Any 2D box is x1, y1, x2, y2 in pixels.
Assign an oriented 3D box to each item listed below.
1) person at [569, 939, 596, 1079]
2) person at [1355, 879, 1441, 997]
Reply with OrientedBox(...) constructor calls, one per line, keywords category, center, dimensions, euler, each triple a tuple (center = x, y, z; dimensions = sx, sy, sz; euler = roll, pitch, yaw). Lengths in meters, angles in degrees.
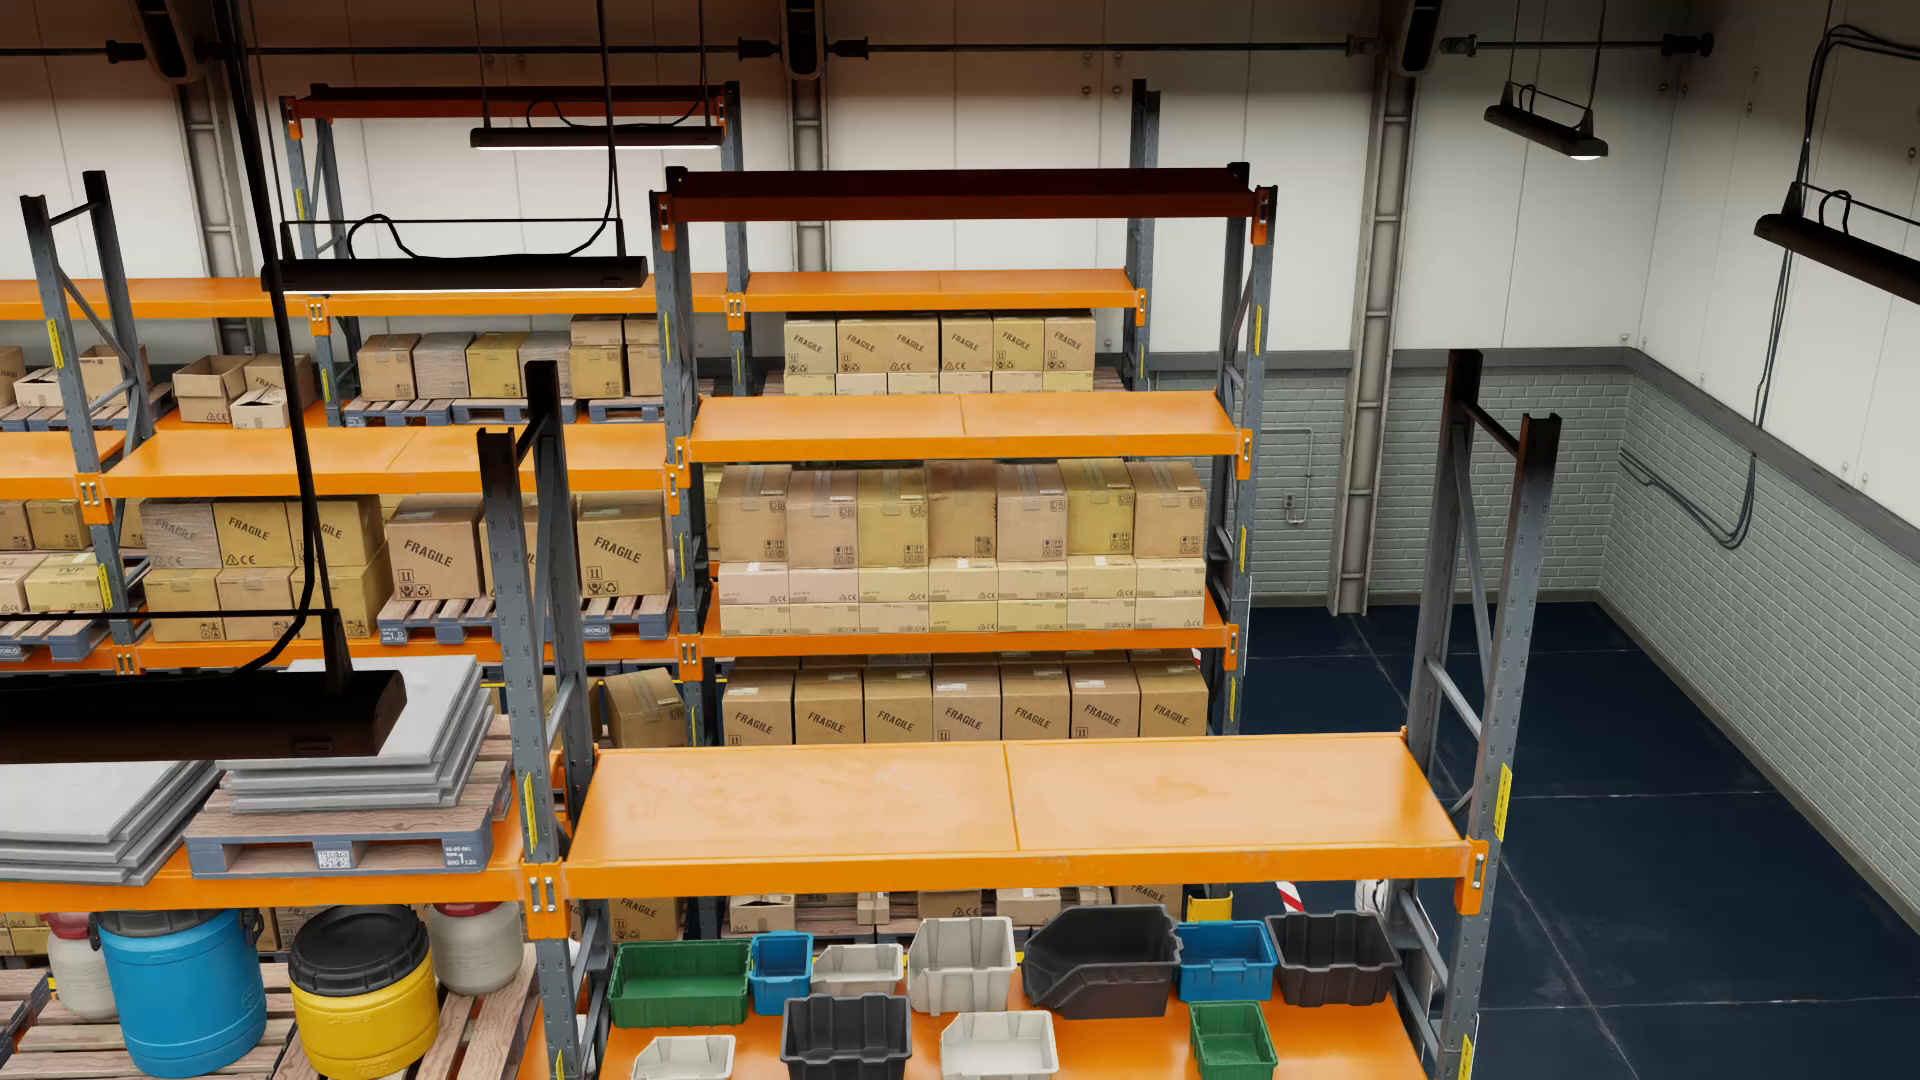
OrientedBox(category="person", center=(-2.553, 3.295, 10.675), dimensions=(0.949, 1.716, 0.616), euler=(2, 22, 6))
OrientedBox(category="person", center=(3.096, 2.765, 12.163), dimensions=(1.053, 1.601, 0.480), euler=(-11, 25, -25))
